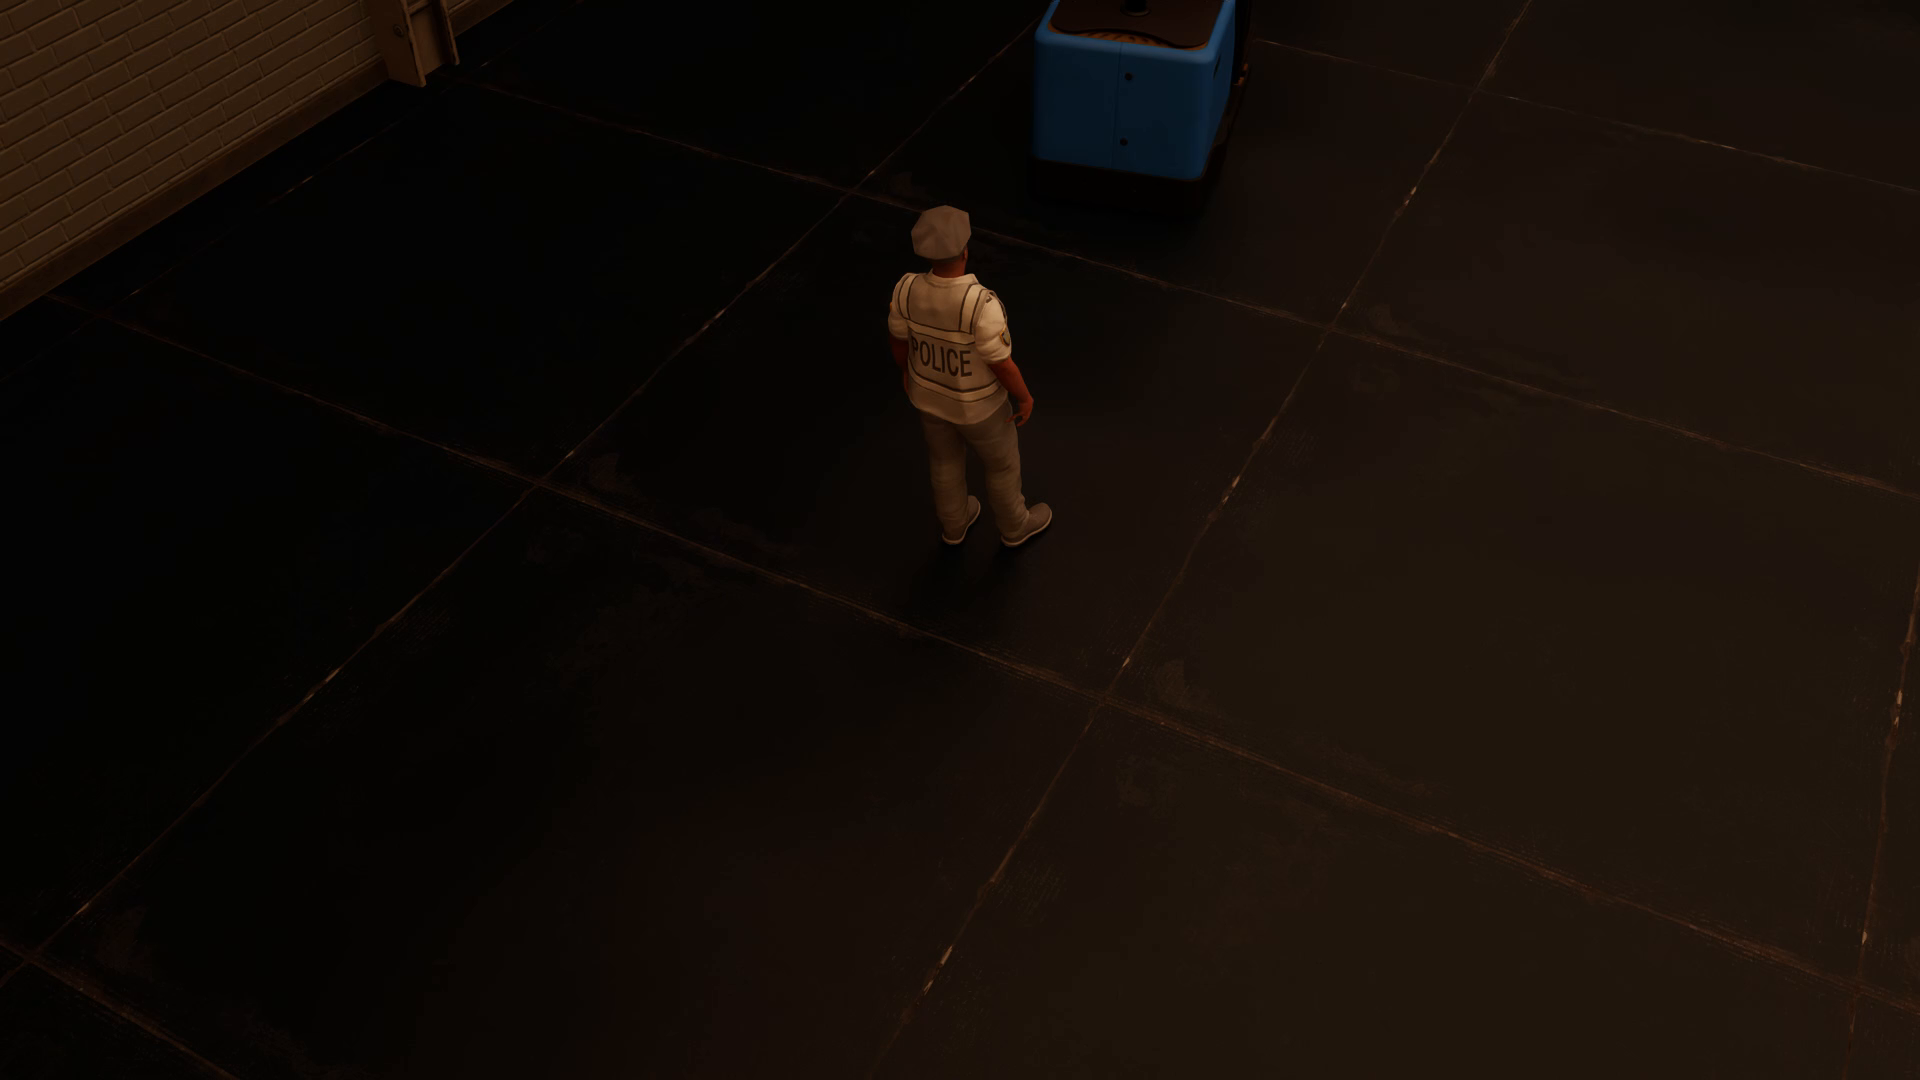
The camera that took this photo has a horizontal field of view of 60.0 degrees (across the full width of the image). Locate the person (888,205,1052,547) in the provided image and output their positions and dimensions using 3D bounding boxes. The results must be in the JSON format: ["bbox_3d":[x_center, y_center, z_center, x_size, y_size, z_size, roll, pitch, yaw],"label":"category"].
[{"bbox_3d":[0.047,-0.698,7.221,0.641,1.781,0.573,20,47,20],"label":"person"}]

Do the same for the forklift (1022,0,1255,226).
[{"bbox_3d":[1.264,-3.906,9.800,1.130,2.935,3.031,11,44,12],"label":"forklift"}]
